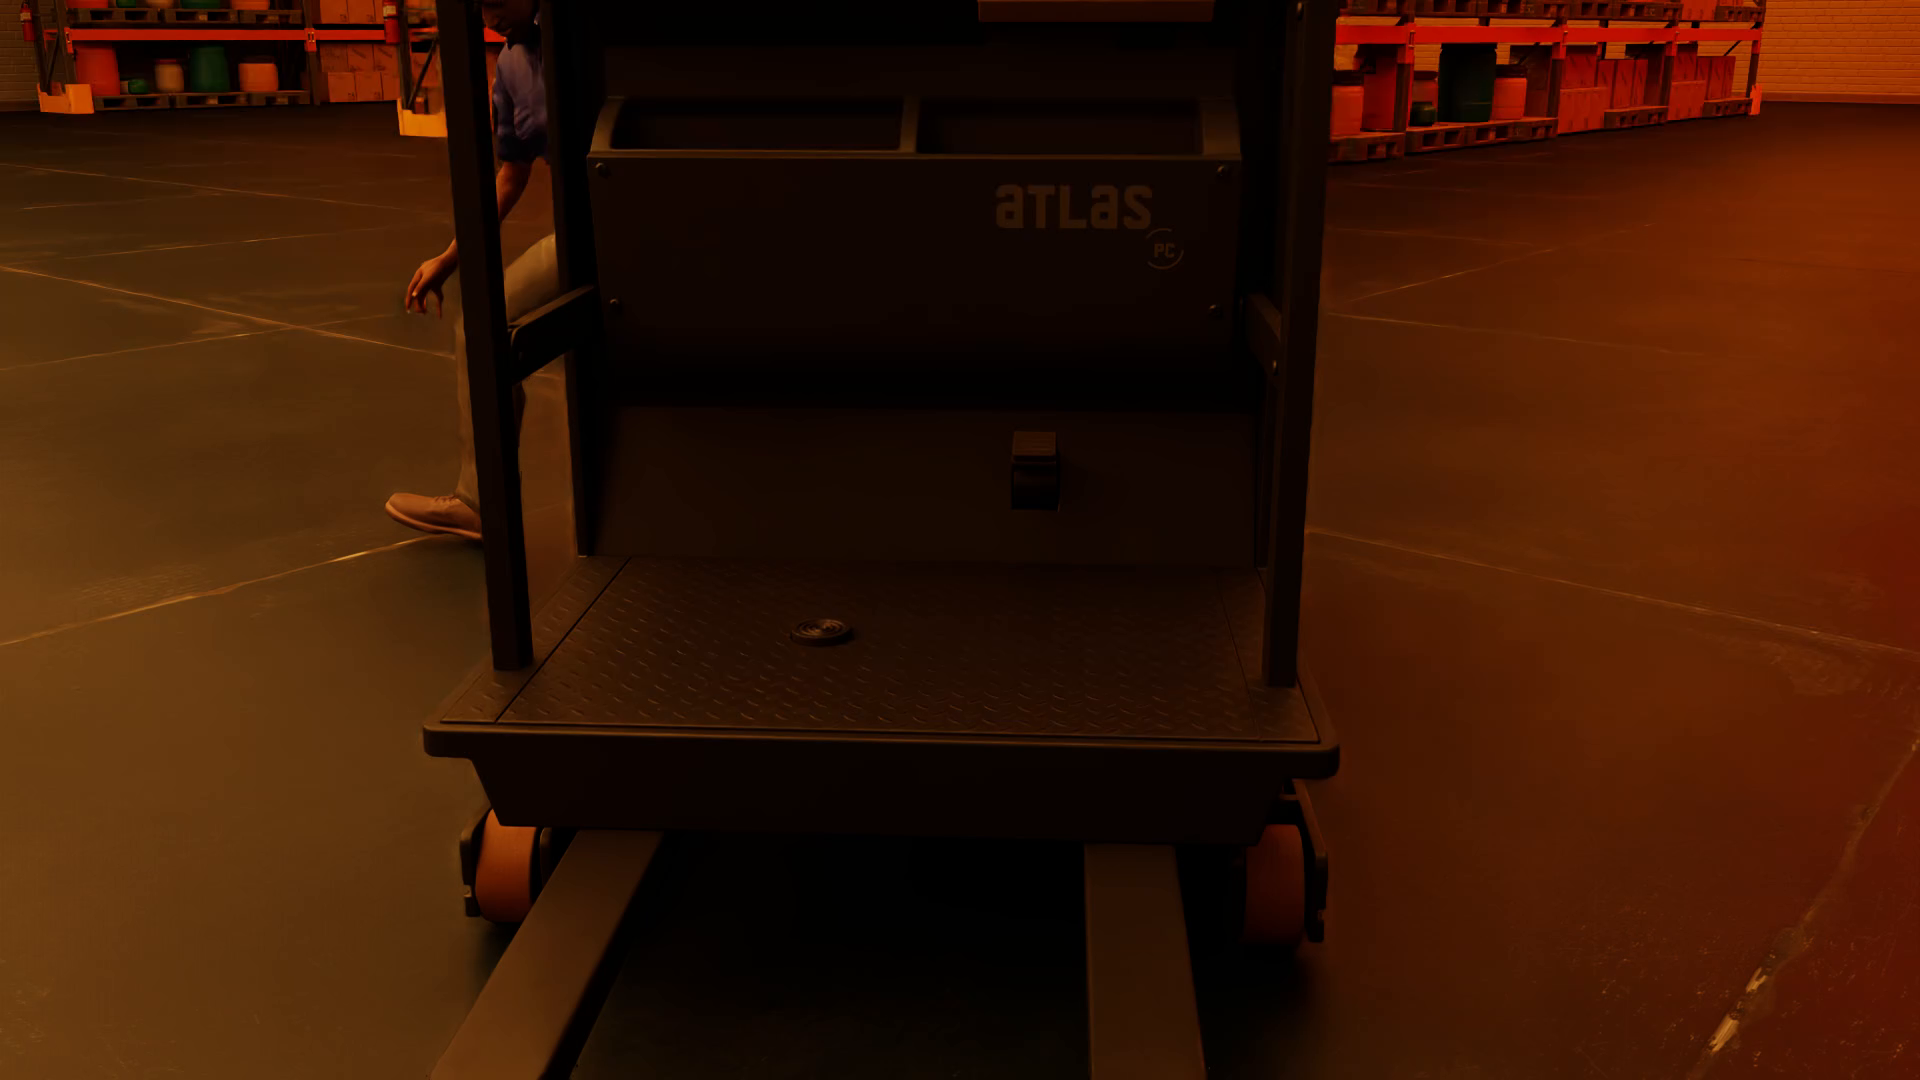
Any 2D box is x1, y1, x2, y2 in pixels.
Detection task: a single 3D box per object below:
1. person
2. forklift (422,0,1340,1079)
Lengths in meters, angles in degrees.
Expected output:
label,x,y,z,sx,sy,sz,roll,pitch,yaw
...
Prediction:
label,x,y,z,sx,sy,sz,roll,pitch,yaw
person,-0.747,-0.637,3.665,1.097,1.387,0.751,15,23,41
forklift,-0.075,-0.965,2.075,1.130,2.935,3.031,1,17,3
